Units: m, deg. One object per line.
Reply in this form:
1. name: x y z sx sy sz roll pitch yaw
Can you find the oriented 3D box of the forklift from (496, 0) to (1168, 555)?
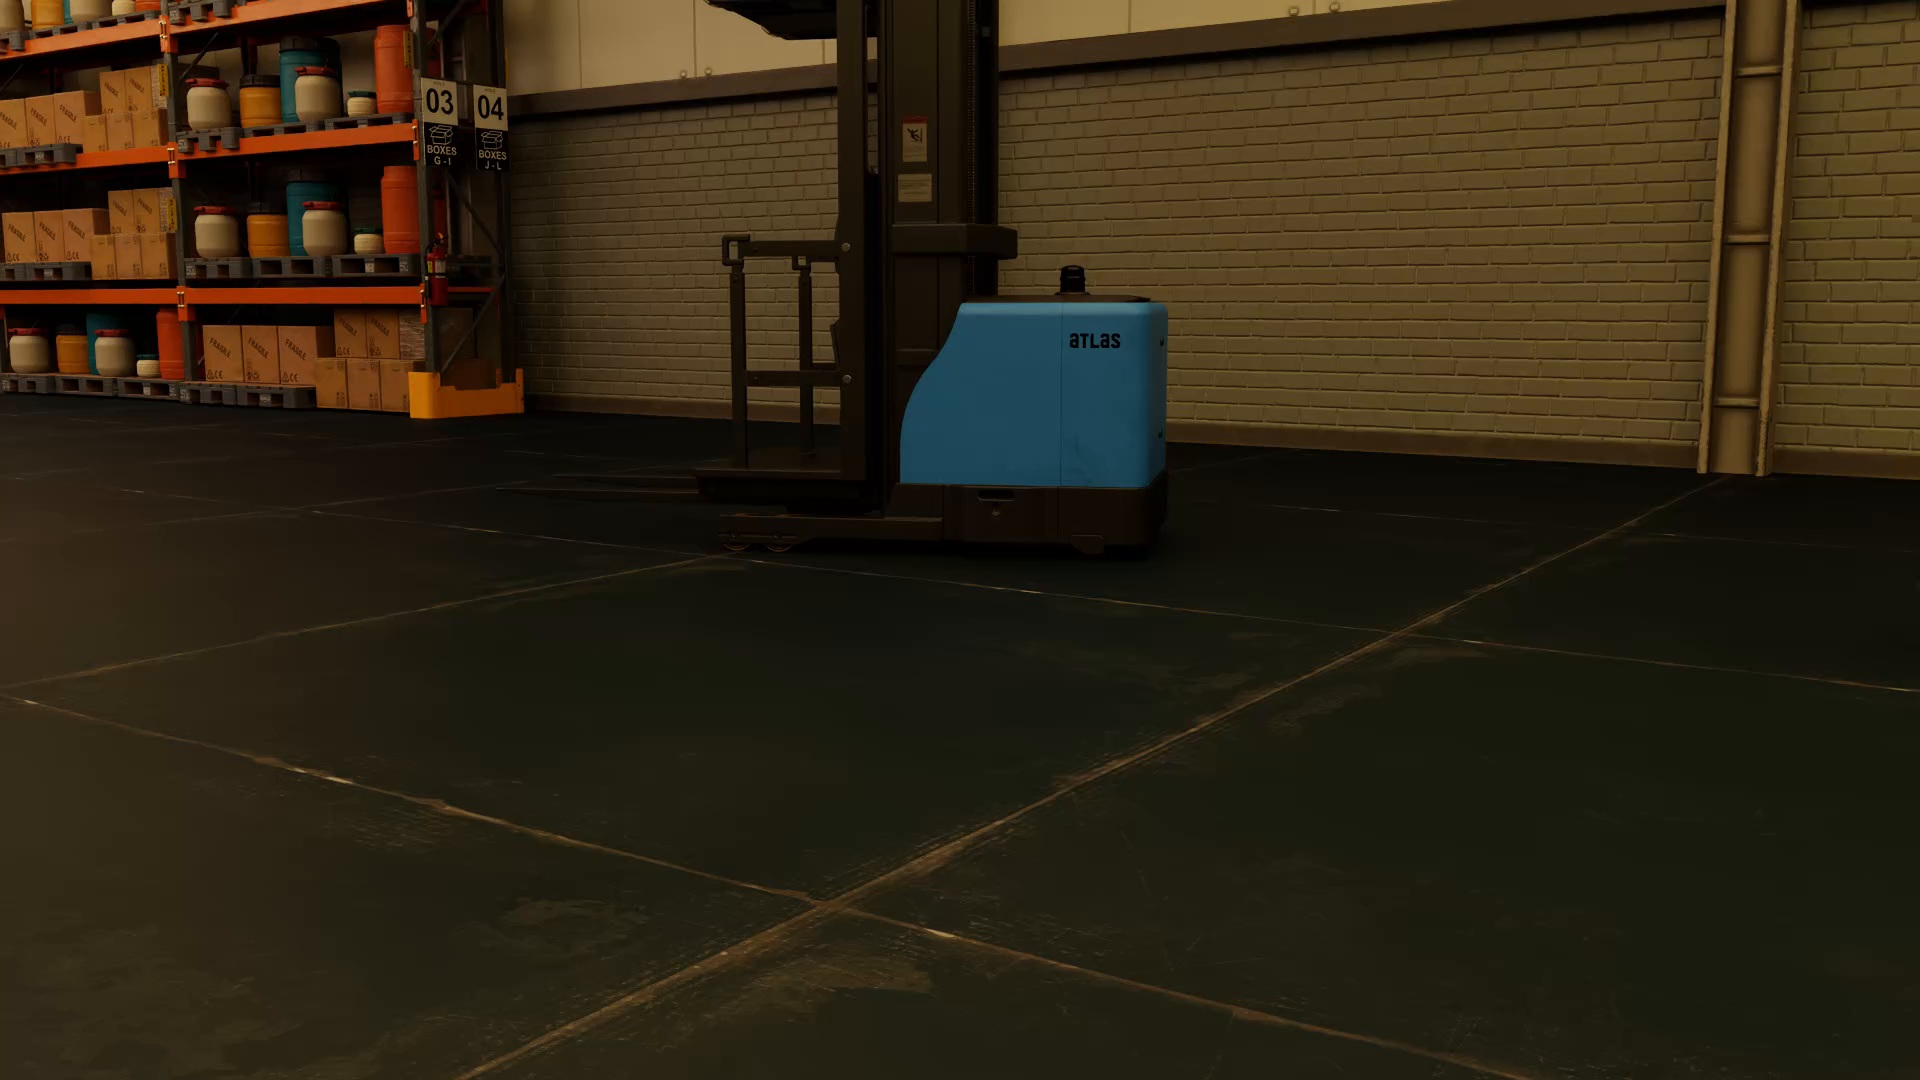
1. forklift: -0.596 -1.469 7.520 3.031 2.935 1.130 2 8 12
